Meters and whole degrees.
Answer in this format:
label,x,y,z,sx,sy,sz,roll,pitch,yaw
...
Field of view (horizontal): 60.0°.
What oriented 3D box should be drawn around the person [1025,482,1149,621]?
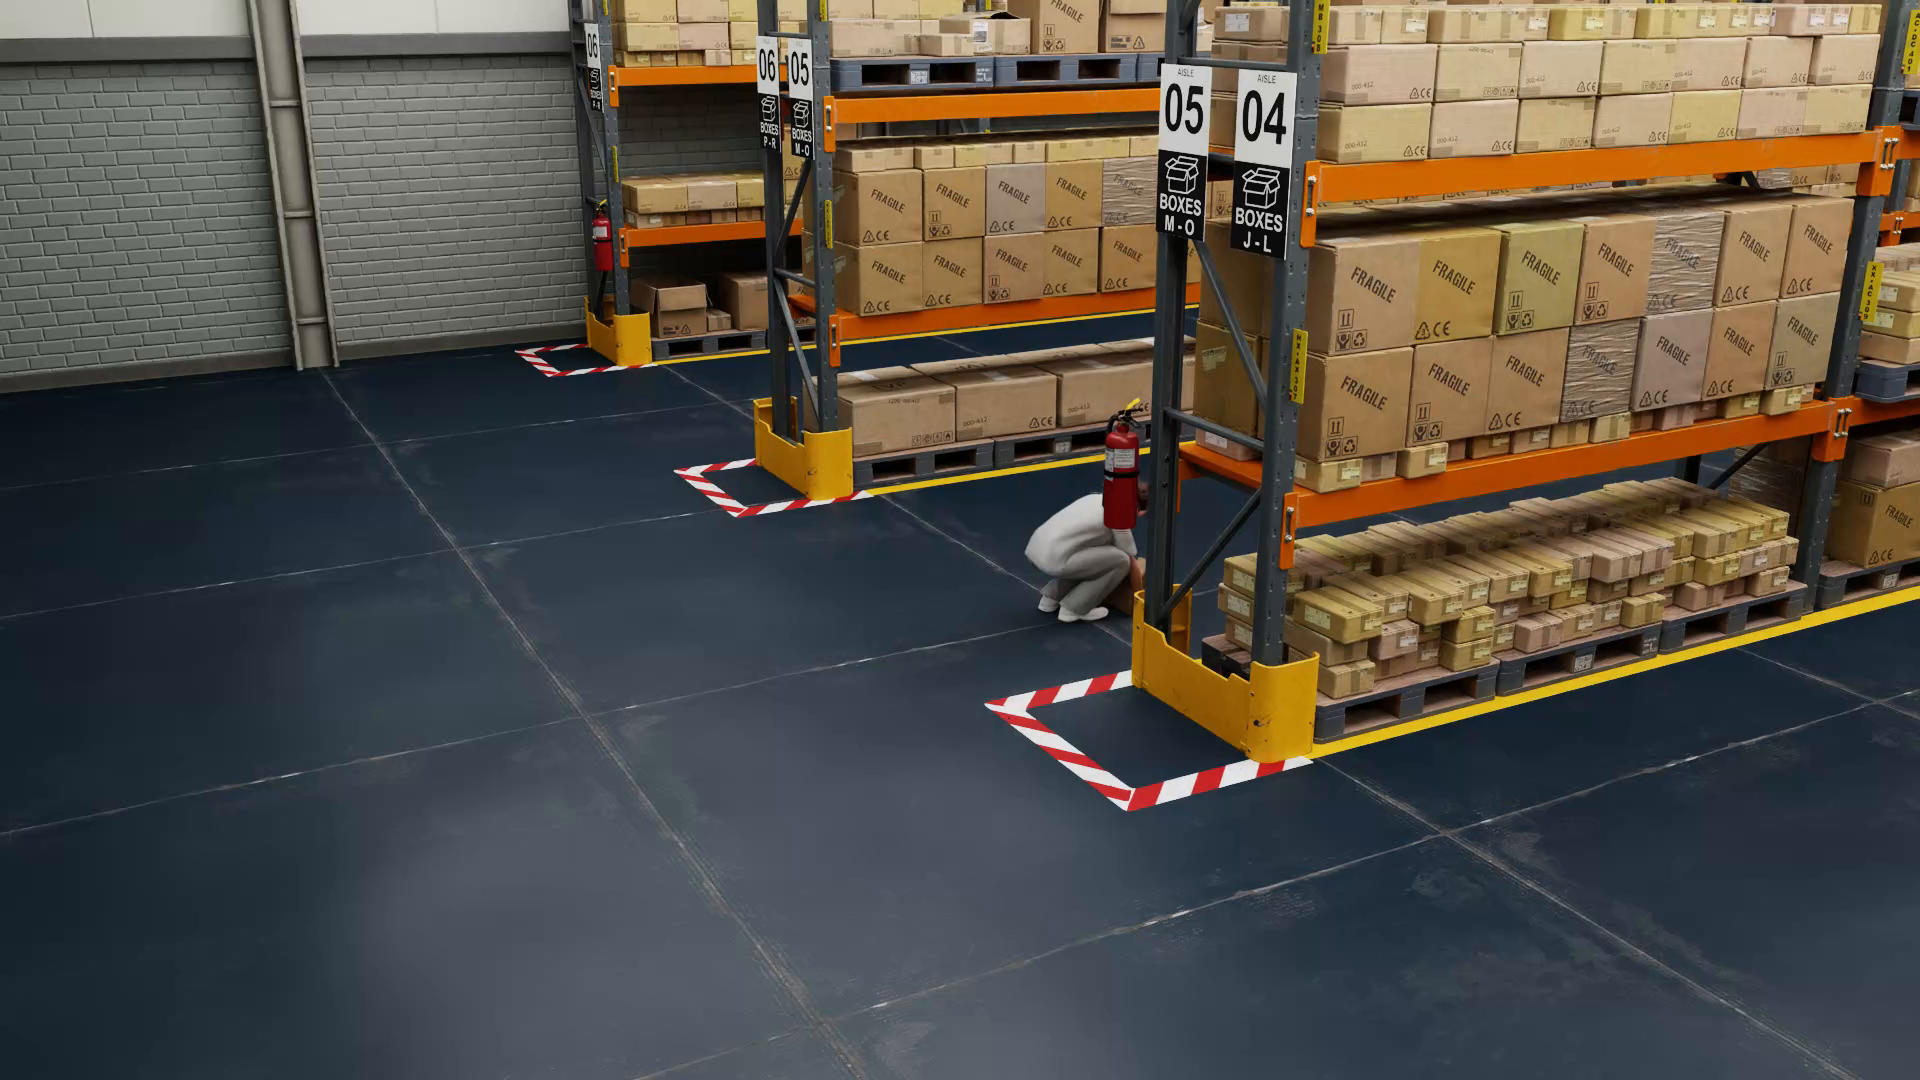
label,x,y,z,sx,sy,sz,roll,pitch,yaw
person,0.781,0.084,9.827,0.817,0.810,0.469,-7,20,-19
